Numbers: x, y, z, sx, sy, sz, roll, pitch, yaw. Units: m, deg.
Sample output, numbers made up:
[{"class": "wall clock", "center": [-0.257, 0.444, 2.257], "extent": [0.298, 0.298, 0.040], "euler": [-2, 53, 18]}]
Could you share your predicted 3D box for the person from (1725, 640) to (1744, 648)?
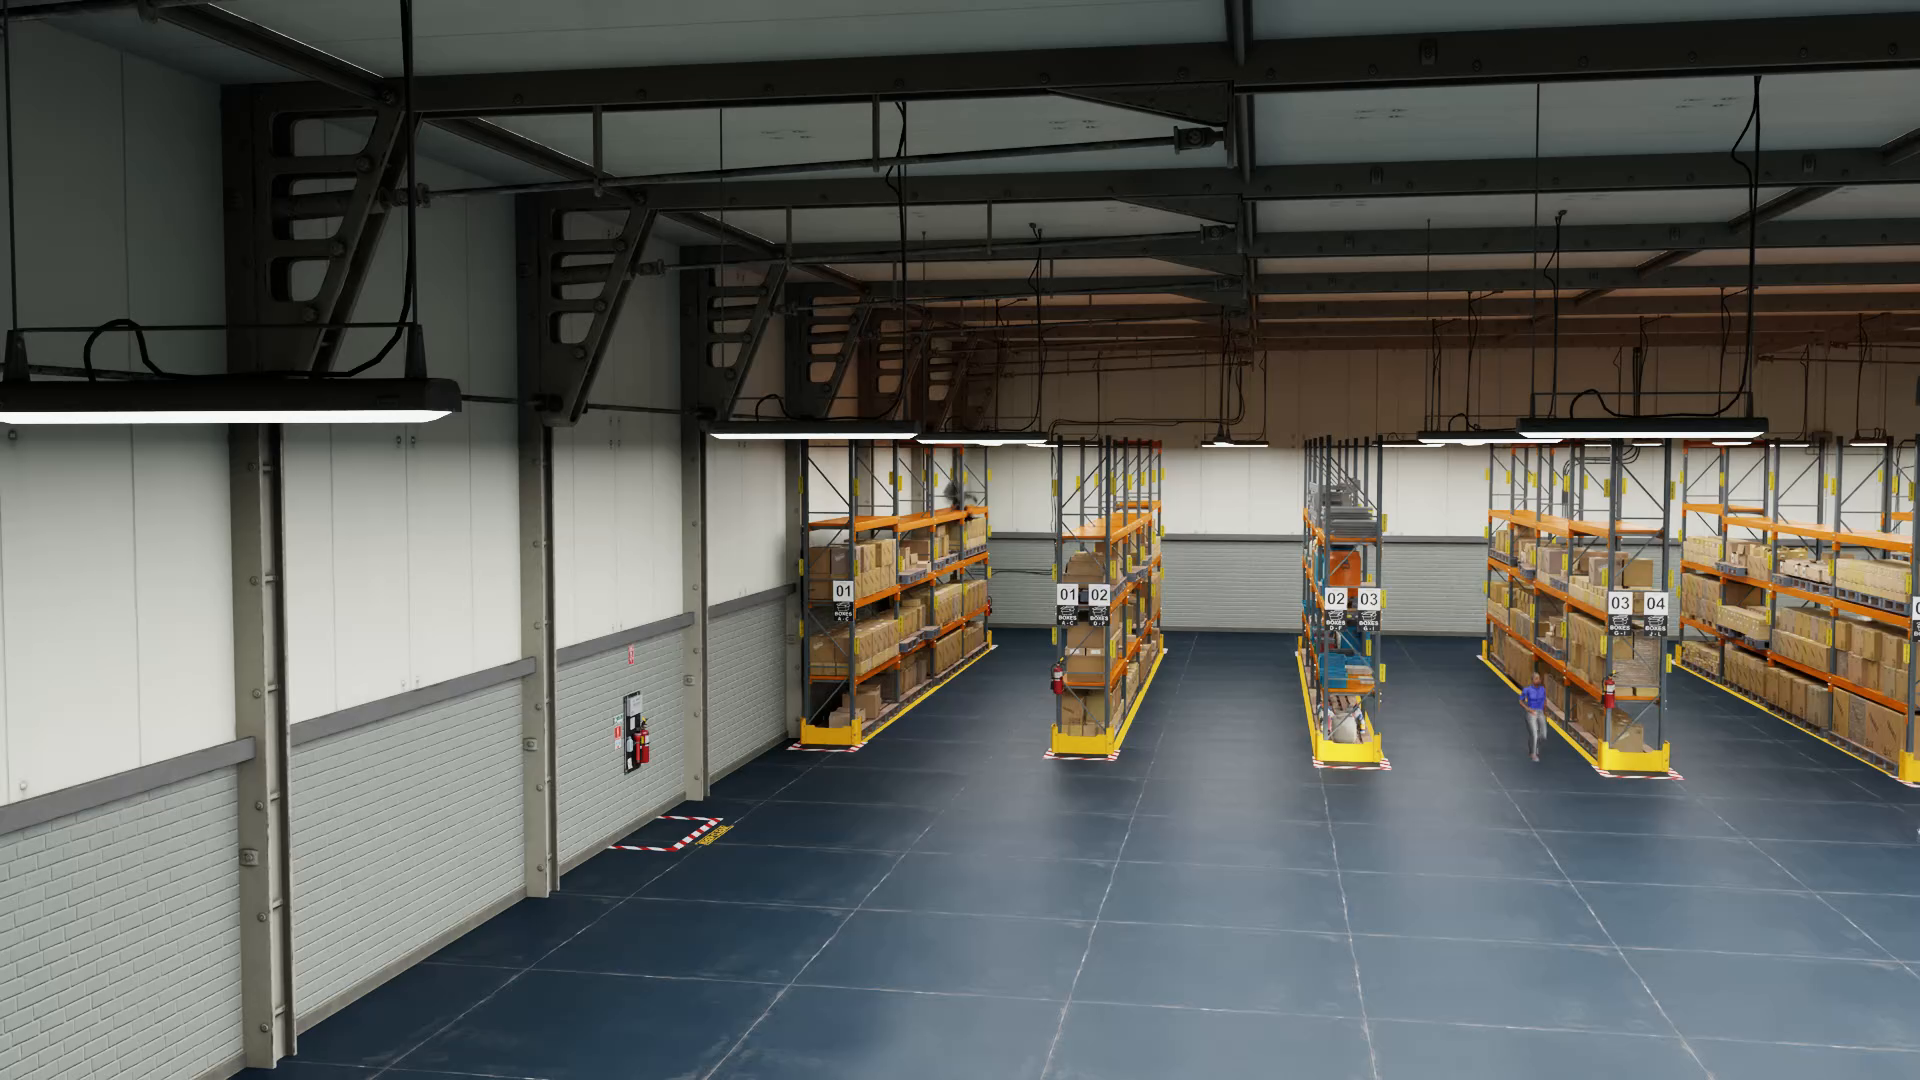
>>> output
[{"class": "person", "center": [21.099, 2.379, 45.224], "extent": [0.876, 1.844, 0.643], "euler": [0, 3, 1]}]

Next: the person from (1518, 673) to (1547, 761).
[{"class": "person", "center": [10.601, 3.260, 30.692], "extent": [0.582, 1.627, 0.530], "euler": [0, 3, -9]}]

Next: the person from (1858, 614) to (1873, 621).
[{"class": "person", "center": [24.493, 2.438, 45.054], "extent": [0.535, 1.708, 0.731], "euler": [2, 4, 31]}]
